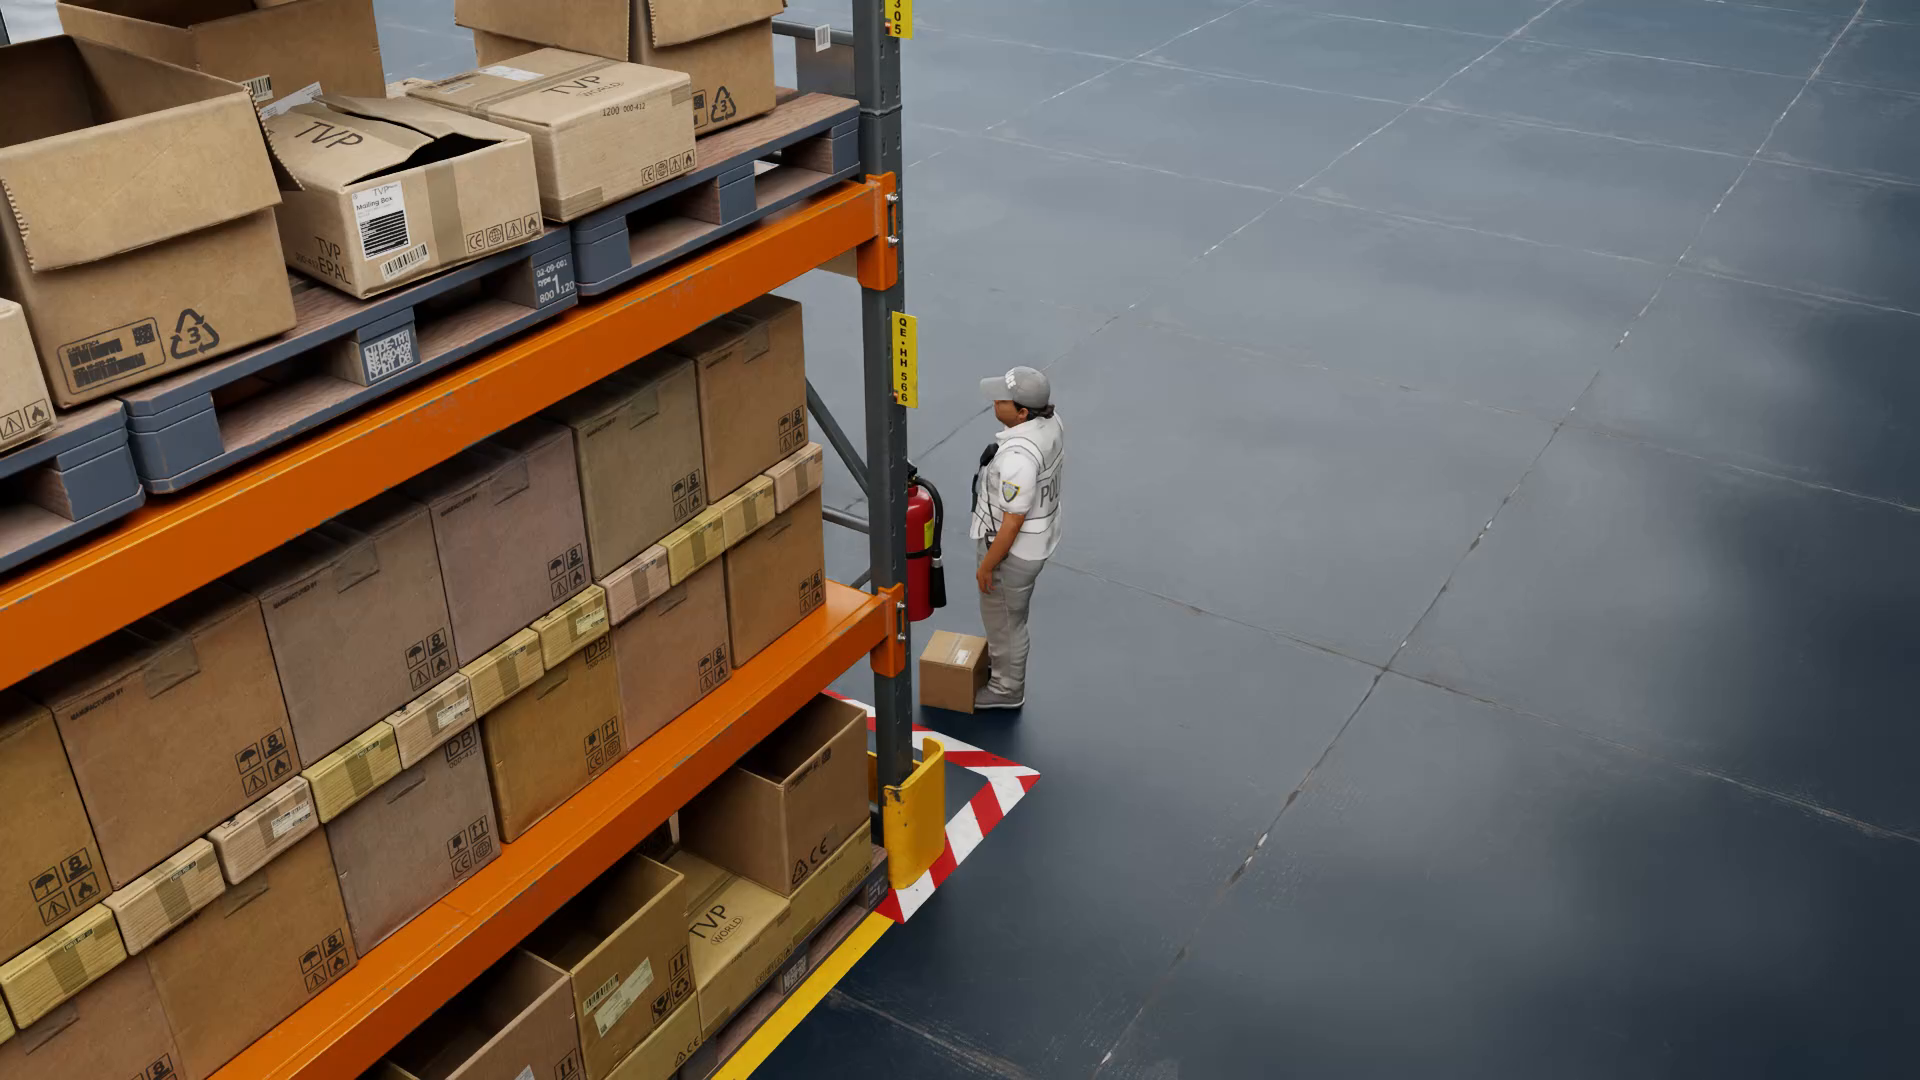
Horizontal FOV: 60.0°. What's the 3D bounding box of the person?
[{"bbox_3d":[0.165,-0.013,7.130,0.529,1.670,0.598,10,32,16],"label":"person"}]
